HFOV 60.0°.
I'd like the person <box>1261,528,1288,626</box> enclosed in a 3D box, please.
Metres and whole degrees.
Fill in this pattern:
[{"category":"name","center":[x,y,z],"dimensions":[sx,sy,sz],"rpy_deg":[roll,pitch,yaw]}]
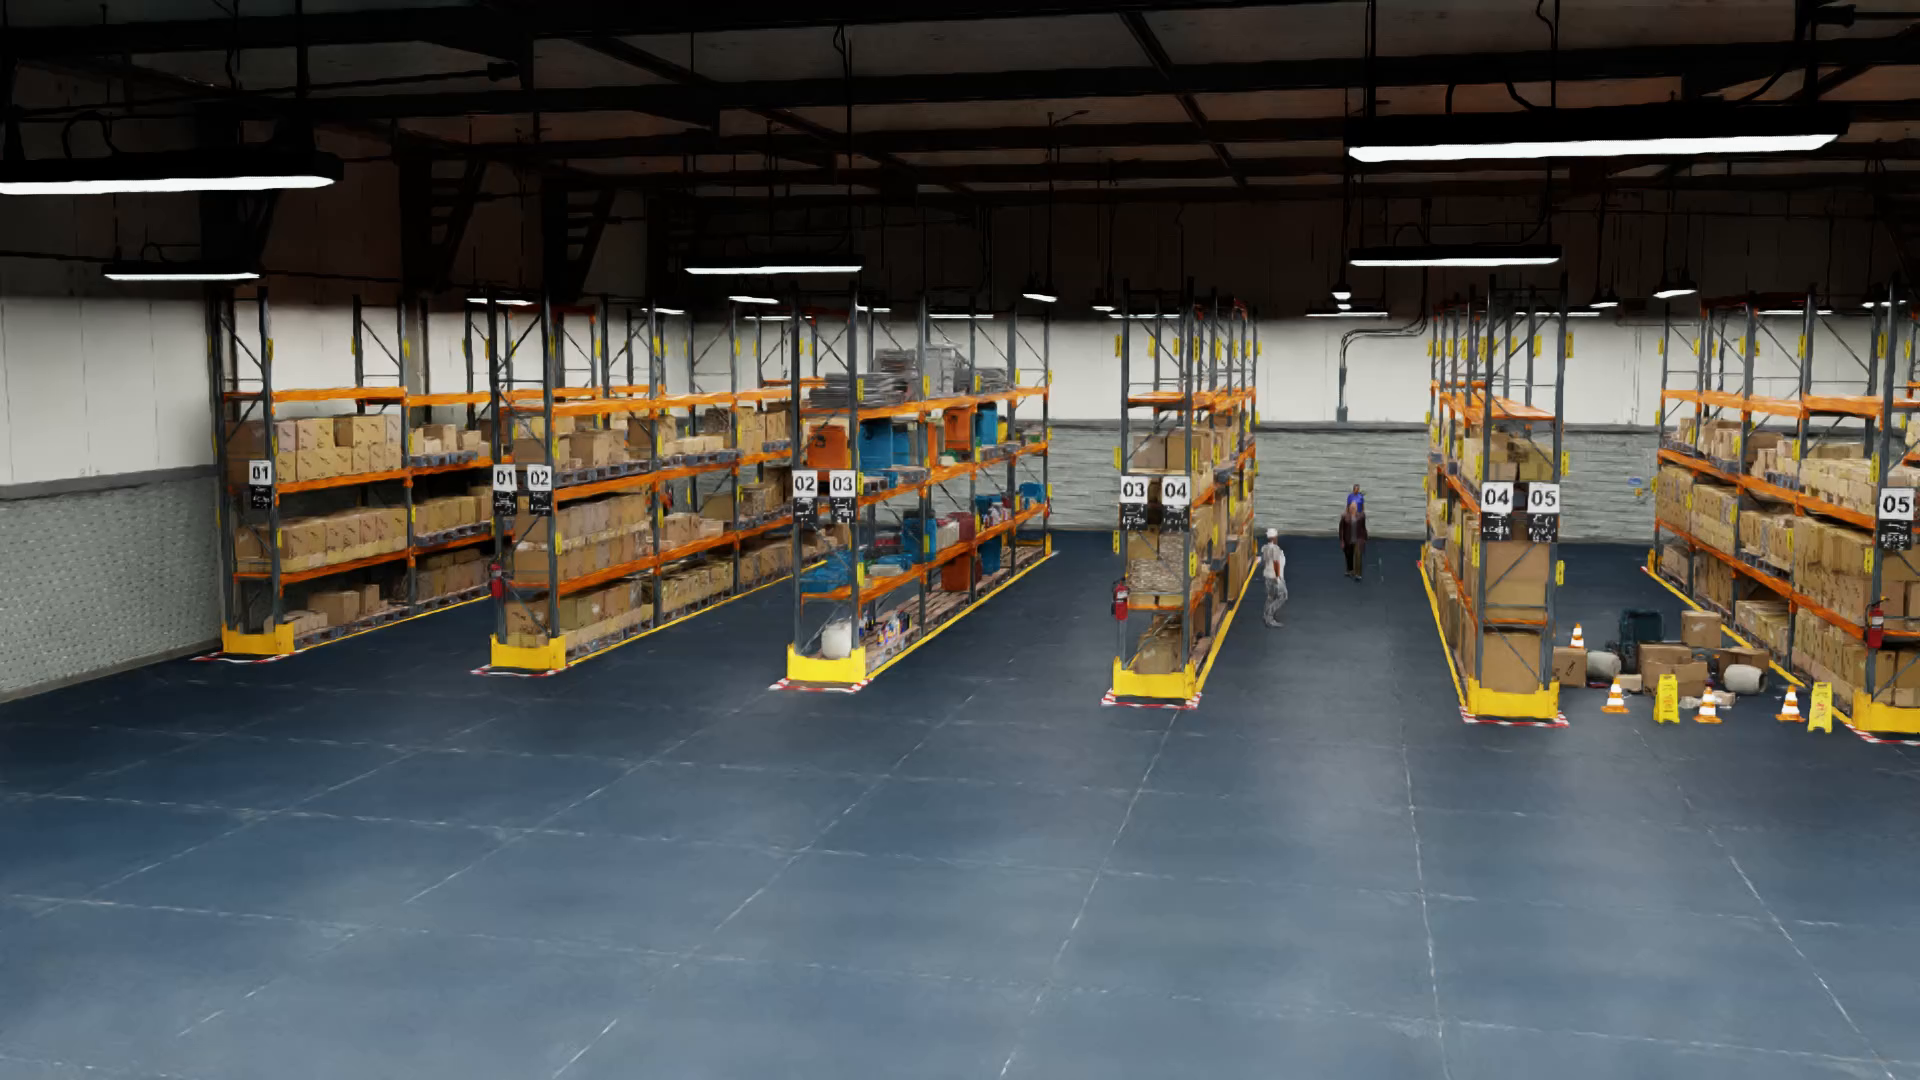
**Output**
[{"category":"person","center":[5.637,0.673,30.000],"dimensions":[0.445,1.780,0.600],"rpy_deg":[-1,7,-12]}]

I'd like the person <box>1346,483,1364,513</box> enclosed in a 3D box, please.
[{"category":"person","center":[10.074,-0.664,42.390],"dimensions":[0.447,1.574,1.088],"rpy_deg":[2,7,15]}]

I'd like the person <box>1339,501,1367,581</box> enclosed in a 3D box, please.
[{"category":"person","center":[8.524,-0.003,36.095],"dimensions":[0.598,1.698,1.193],"rpy_deg":[2,7,16]}]
